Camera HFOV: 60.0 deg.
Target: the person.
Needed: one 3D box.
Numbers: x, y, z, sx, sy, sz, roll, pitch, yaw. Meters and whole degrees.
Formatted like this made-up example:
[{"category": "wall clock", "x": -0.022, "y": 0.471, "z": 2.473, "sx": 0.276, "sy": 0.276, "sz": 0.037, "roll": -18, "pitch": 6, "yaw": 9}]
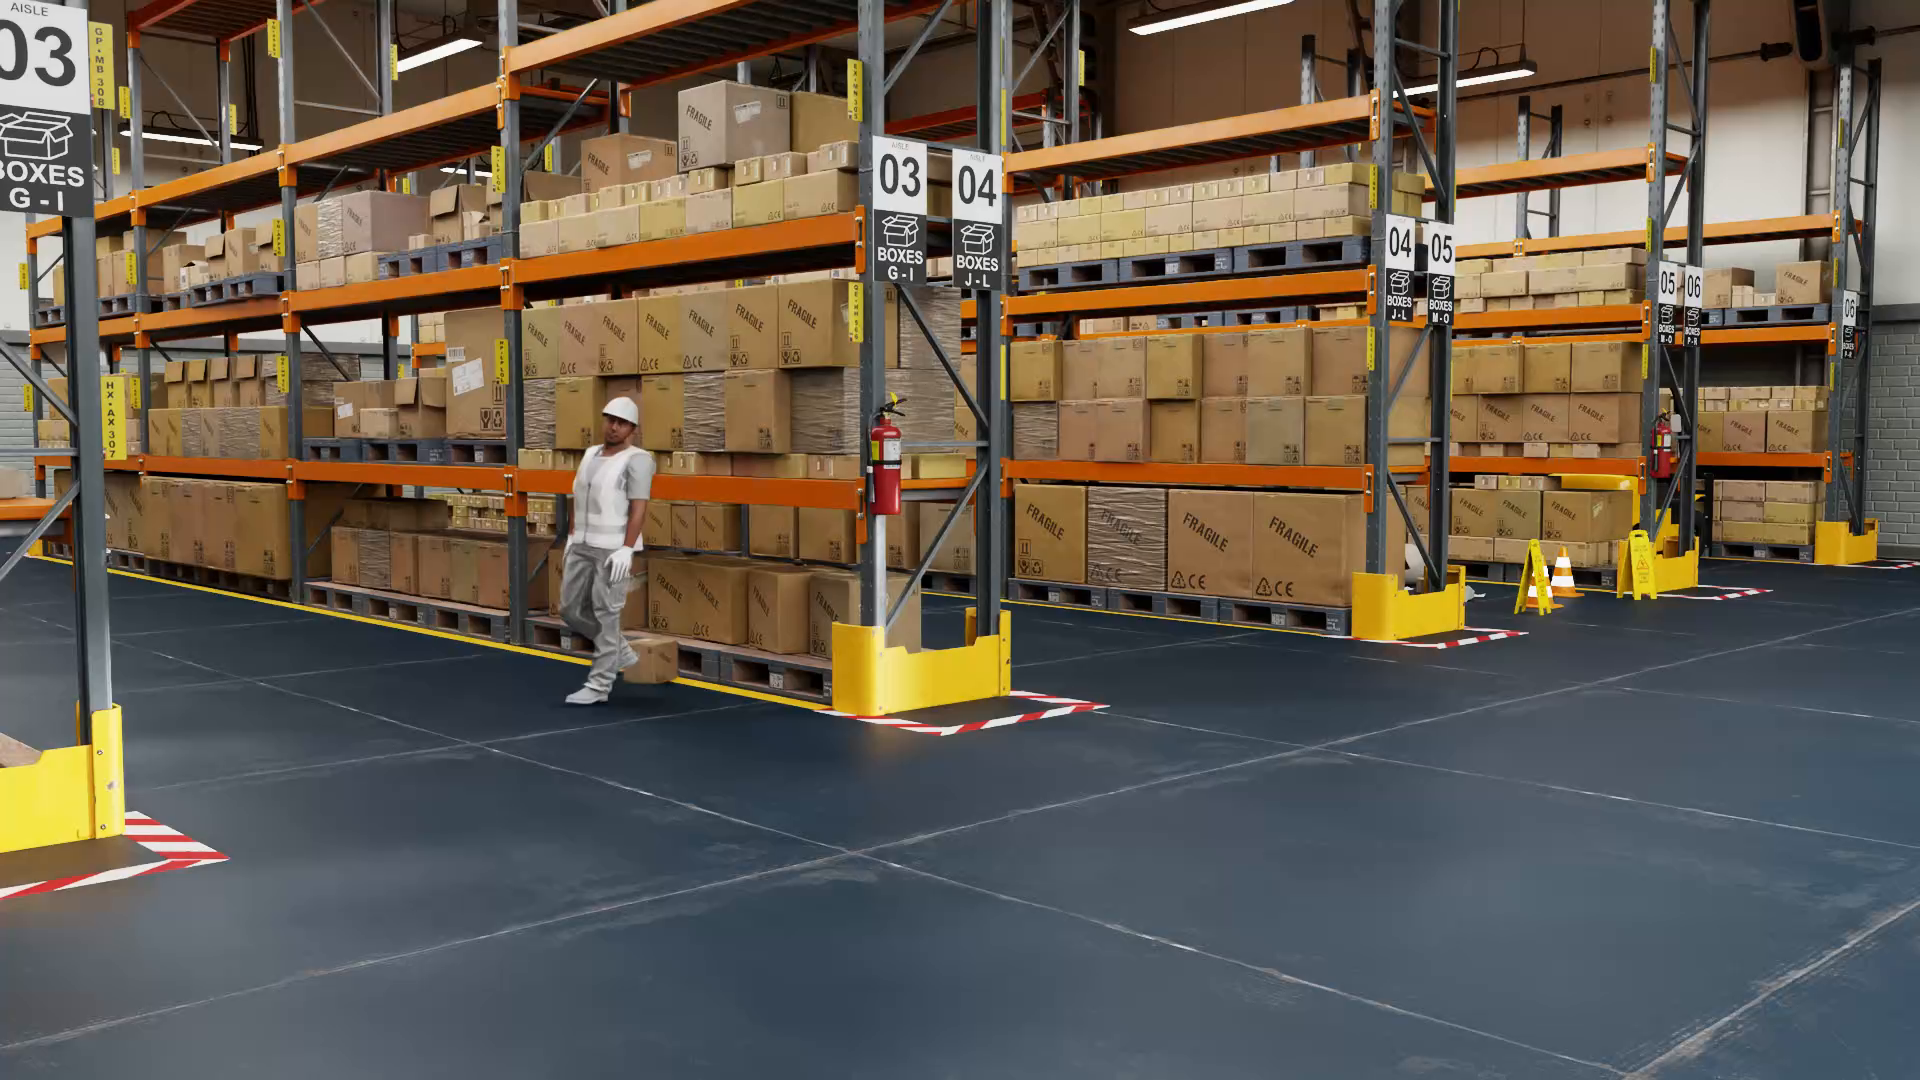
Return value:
[{"category": "person", "x": -2.049, "y": 0.059, "z": 9.620, "sx": 0.630, "sy": 1.769, "sz": 0.547, "roll": 3, "pitch": 5, "yaw": 37}]
